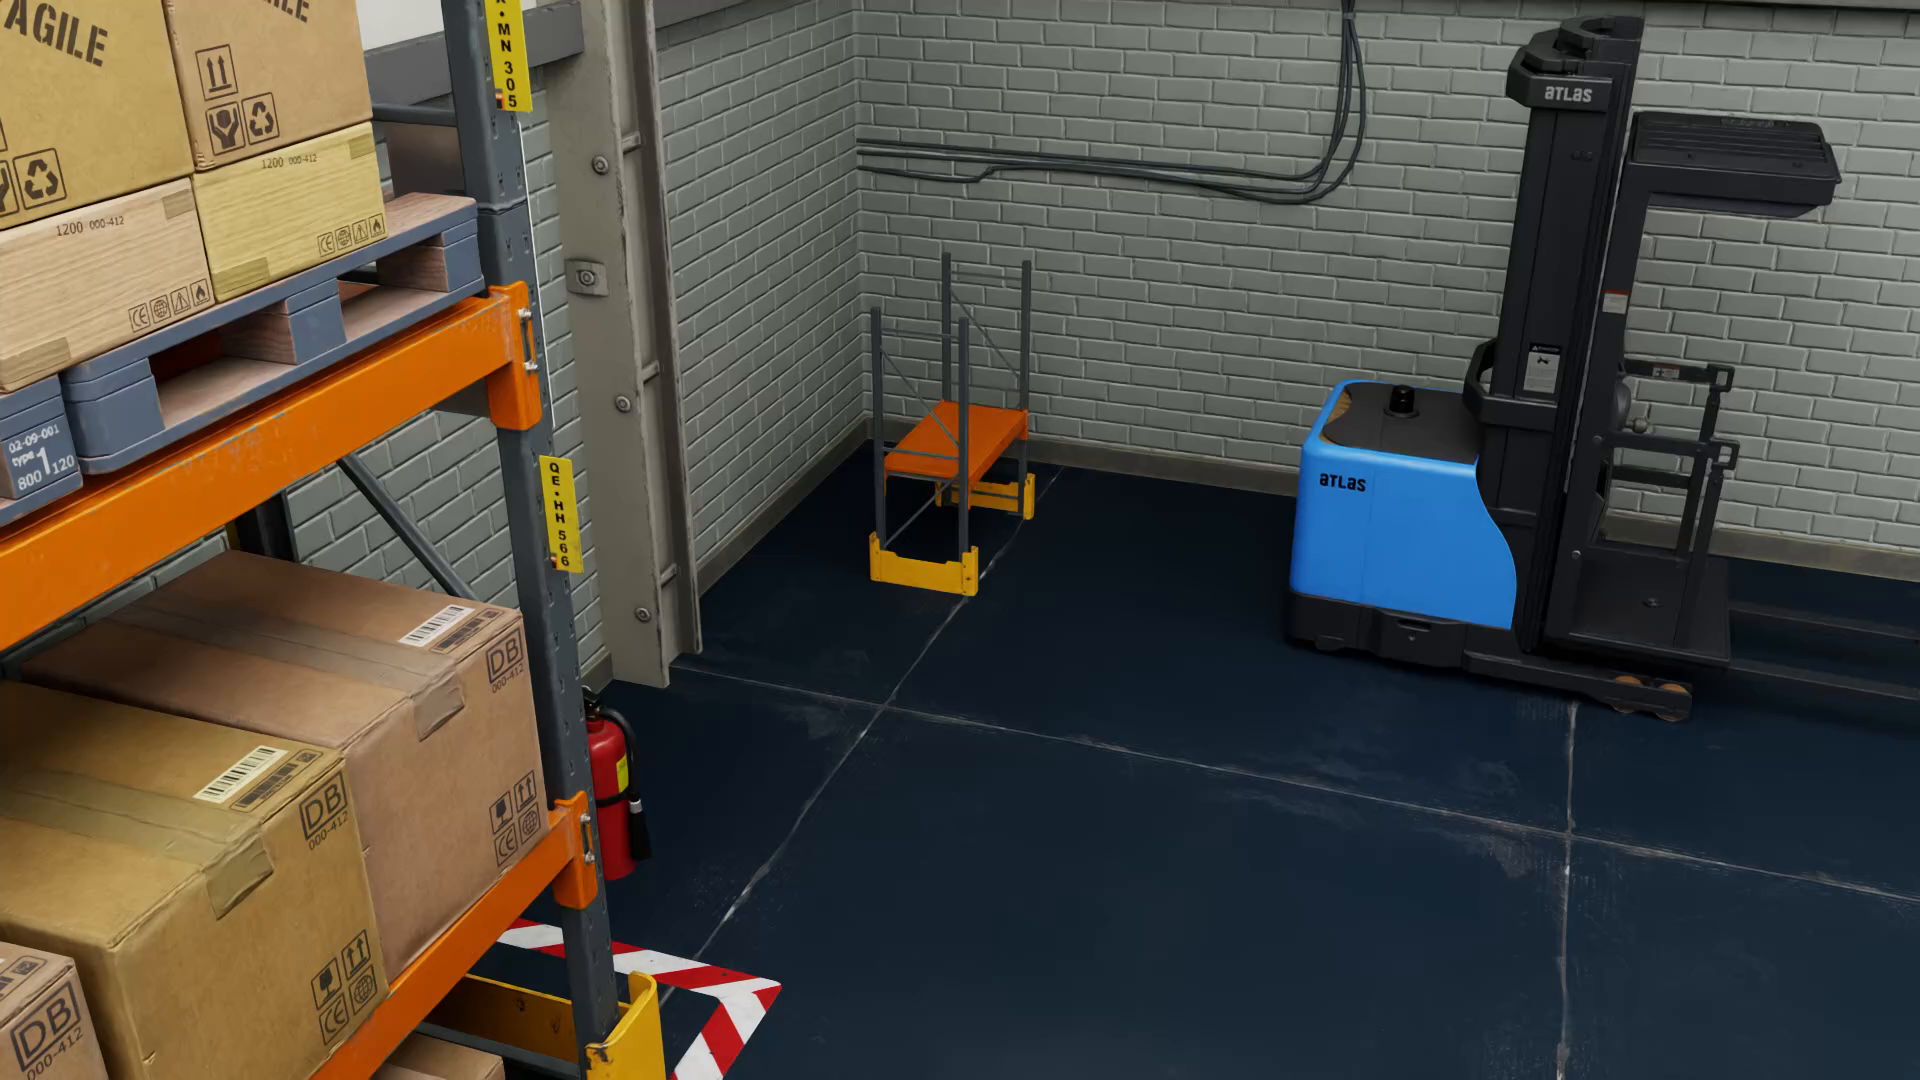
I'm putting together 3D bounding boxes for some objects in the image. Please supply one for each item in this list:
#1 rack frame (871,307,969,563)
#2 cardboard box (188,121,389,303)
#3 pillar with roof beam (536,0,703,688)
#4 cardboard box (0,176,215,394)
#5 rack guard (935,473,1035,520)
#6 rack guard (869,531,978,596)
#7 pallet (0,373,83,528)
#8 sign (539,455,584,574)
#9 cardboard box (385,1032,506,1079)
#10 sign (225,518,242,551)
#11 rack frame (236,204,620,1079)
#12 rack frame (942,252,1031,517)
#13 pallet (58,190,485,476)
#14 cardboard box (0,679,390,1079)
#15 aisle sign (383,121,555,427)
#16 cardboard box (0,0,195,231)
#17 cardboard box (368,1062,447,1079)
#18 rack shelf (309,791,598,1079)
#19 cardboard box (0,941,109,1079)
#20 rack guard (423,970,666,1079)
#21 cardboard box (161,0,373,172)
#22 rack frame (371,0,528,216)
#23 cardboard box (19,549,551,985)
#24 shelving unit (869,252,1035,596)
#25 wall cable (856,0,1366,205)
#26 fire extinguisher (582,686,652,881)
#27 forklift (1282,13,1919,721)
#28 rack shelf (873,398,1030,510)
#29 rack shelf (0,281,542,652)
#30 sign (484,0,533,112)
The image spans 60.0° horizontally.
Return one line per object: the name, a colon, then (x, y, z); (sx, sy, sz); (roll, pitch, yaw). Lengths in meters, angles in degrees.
rack frame: (-0.198, -0.431, 8.419); (0.500, 1.500, 0.032); (9, 27, 17)
cardboard box: (-1.544, -0.699, 3.384); (0.500, 0.250, 0.500); (10, 27, 19)
pillar with roof beam: (2.592, -2.832, 4.773); (9.100, 9.000, 0.400); (9, 27, 17)
cardboard box: (-1.716, -0.485, 2.942); (0.500, 0.250, 0.500); (8, 27, 15)
rack guard: (0.140, -0.286, 9.554); (0.587, 0.250, 0.087); (9, 27, 17)
rack guard: (-0.191, 0.123, 8.708); (0.587, 0.250, 0.087); (9, 27, 17)
pallet: (-2.191, -0.022, 2.513); (1.003, 0.211, 1.213); (9, 27, 17)
sign: (-1.043, -0.065, 4.341); (0.100, 0.325, 0.005); (9, 27, 17)
cardboard box: (-1.689, 1.717, 4.649); (0.700, 0.500, 0.500); (9, 27, 17)
sign: (-2.071, -0.030, 4.785); (0.100, 0.325, 0.005); (9, 27, 17)
rack frame: (-1.550, 0.479, 4.819); (1.000, 3.000, 0.127); (9, 27, 17)
rack frame: (0.141, -0.849, 9.282); (0.500, 1.500, 0.032); (9, 27, 17)
pallet: (-1.787, -0.525, 3.552); (1.003, 0.211, 1.213); (9, 27, 17)
cardboard box: (-1.942, 0.855, 3.697); (0.980, 0.700, 0.700); (9, 27, 17)
aisle sign: (-1.243, -0.678, 4.224); (0.394, 0.787, 0.004); (9, 27, 17)
cardboard box: (-1.713, -0.831, 2.797); (0.500, 0.500, 0.500); (10, 27, 19)
cardboard box: (-1.560, 1.504, 4.344); (0.380, 0.149, 0.250); (8, 27, 17)
rack shelf: (-2.216, 1.624, 3.279); (1.077, 0.370, 4.000); (9, 27, 17)
cardboard box: (-2.204, 1.167, 3.053); (0.980, 0.700, 0.700); (7, 27, 15)
rack guard: (-1.542, 1.594, 5.385); (1.175, 0.500, 0.348); (9, 27, 17)
cardboard box: (-1.536, -1.035, 3.219); (0.500, 0.500, 0.500); (9, 27, 17)
rack frame: (-1.550, -2.222, 3.512); (1.000, 3.000, 0.127); (9, 27, 17)
cardboard box: (-1.710, 0.555, 4.318); (0.980, 0.700, 0.700); (10, 28, 20)
shelving unit: (-0.025, -0.644, 8.858); (0.587, 1.500, 1.083); (9, 27, 17)
wall cable: (0.669, -3.096, 8.882); (3.097, 2.526, 0.112); (9, 27, 17)
fire extinguisher: (-1.065, 0.686, 4.907); (0.296, 0.674, 0.183); (9, 27, 17)
forklift: (3.154, -0.759, 7.455); (3.031, 2.935, 1.130); (10, 28, 19)
rack shelf: (-0.028, -0.478, 8.929); (0.538, 0.185, 1.000); (9, 27, 17)
rack shelf: (-2.216, 0.274, 2.625); (1.077, 0.370, 4.000); (9, 27, 17)
sign: (-1.043, -1.150, 3.816); (0.100, 0.325, 0.005); (9, 27, 17)
